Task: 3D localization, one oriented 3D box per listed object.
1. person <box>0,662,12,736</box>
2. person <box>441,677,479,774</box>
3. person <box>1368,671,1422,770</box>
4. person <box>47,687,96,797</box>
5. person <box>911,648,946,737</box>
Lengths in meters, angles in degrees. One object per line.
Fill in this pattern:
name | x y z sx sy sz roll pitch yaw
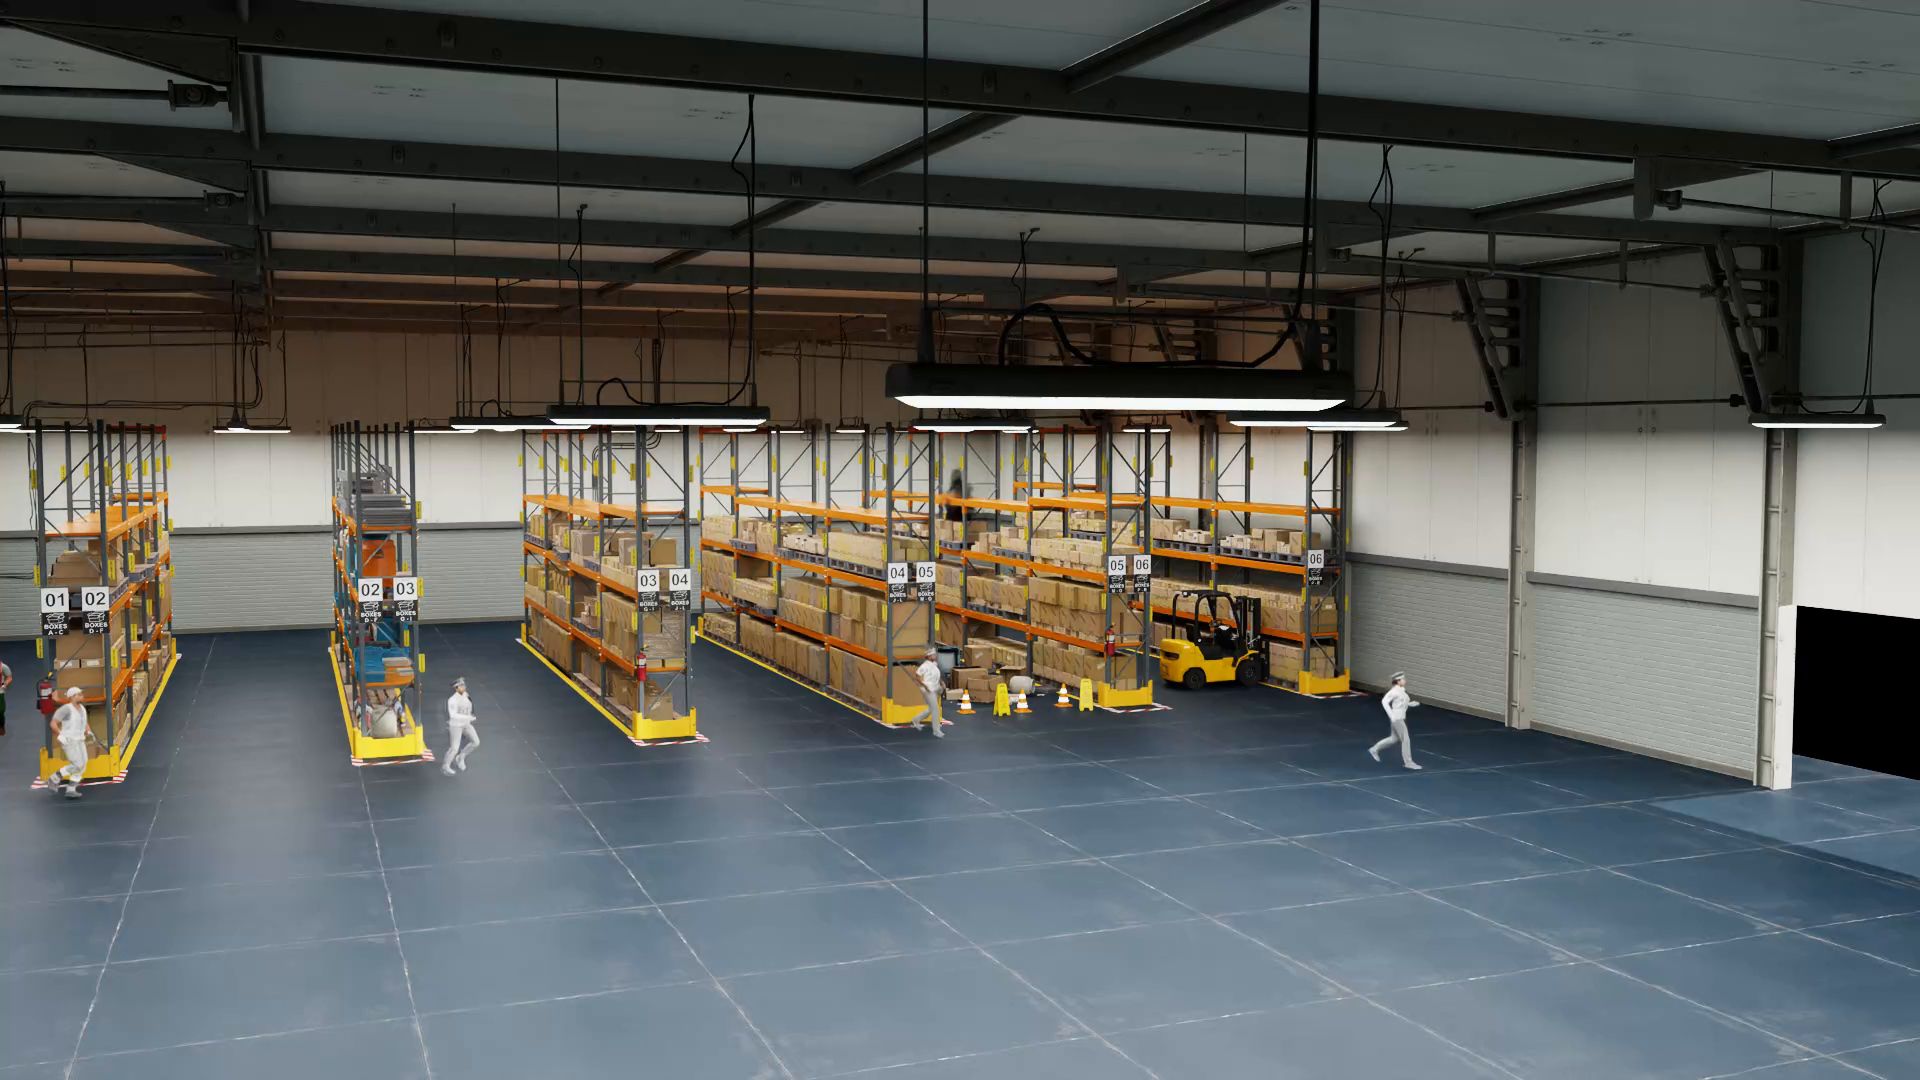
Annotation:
person | -18.106 2.897 31.104 0.656 1.767 0.740 -2 4 -26
person | -8.401 3.123 28.061 0.756 1.644 0.629 2 4 27
person | 7.493 3.073 28.538 0.878 1.677 0.612 1 4 23
person | -14.127 3.198 26.493 0.566 1.712 0.707 0 4 7
person | -0.592 2.895 31.825 0.780 1.697 0.604 2 4 25
